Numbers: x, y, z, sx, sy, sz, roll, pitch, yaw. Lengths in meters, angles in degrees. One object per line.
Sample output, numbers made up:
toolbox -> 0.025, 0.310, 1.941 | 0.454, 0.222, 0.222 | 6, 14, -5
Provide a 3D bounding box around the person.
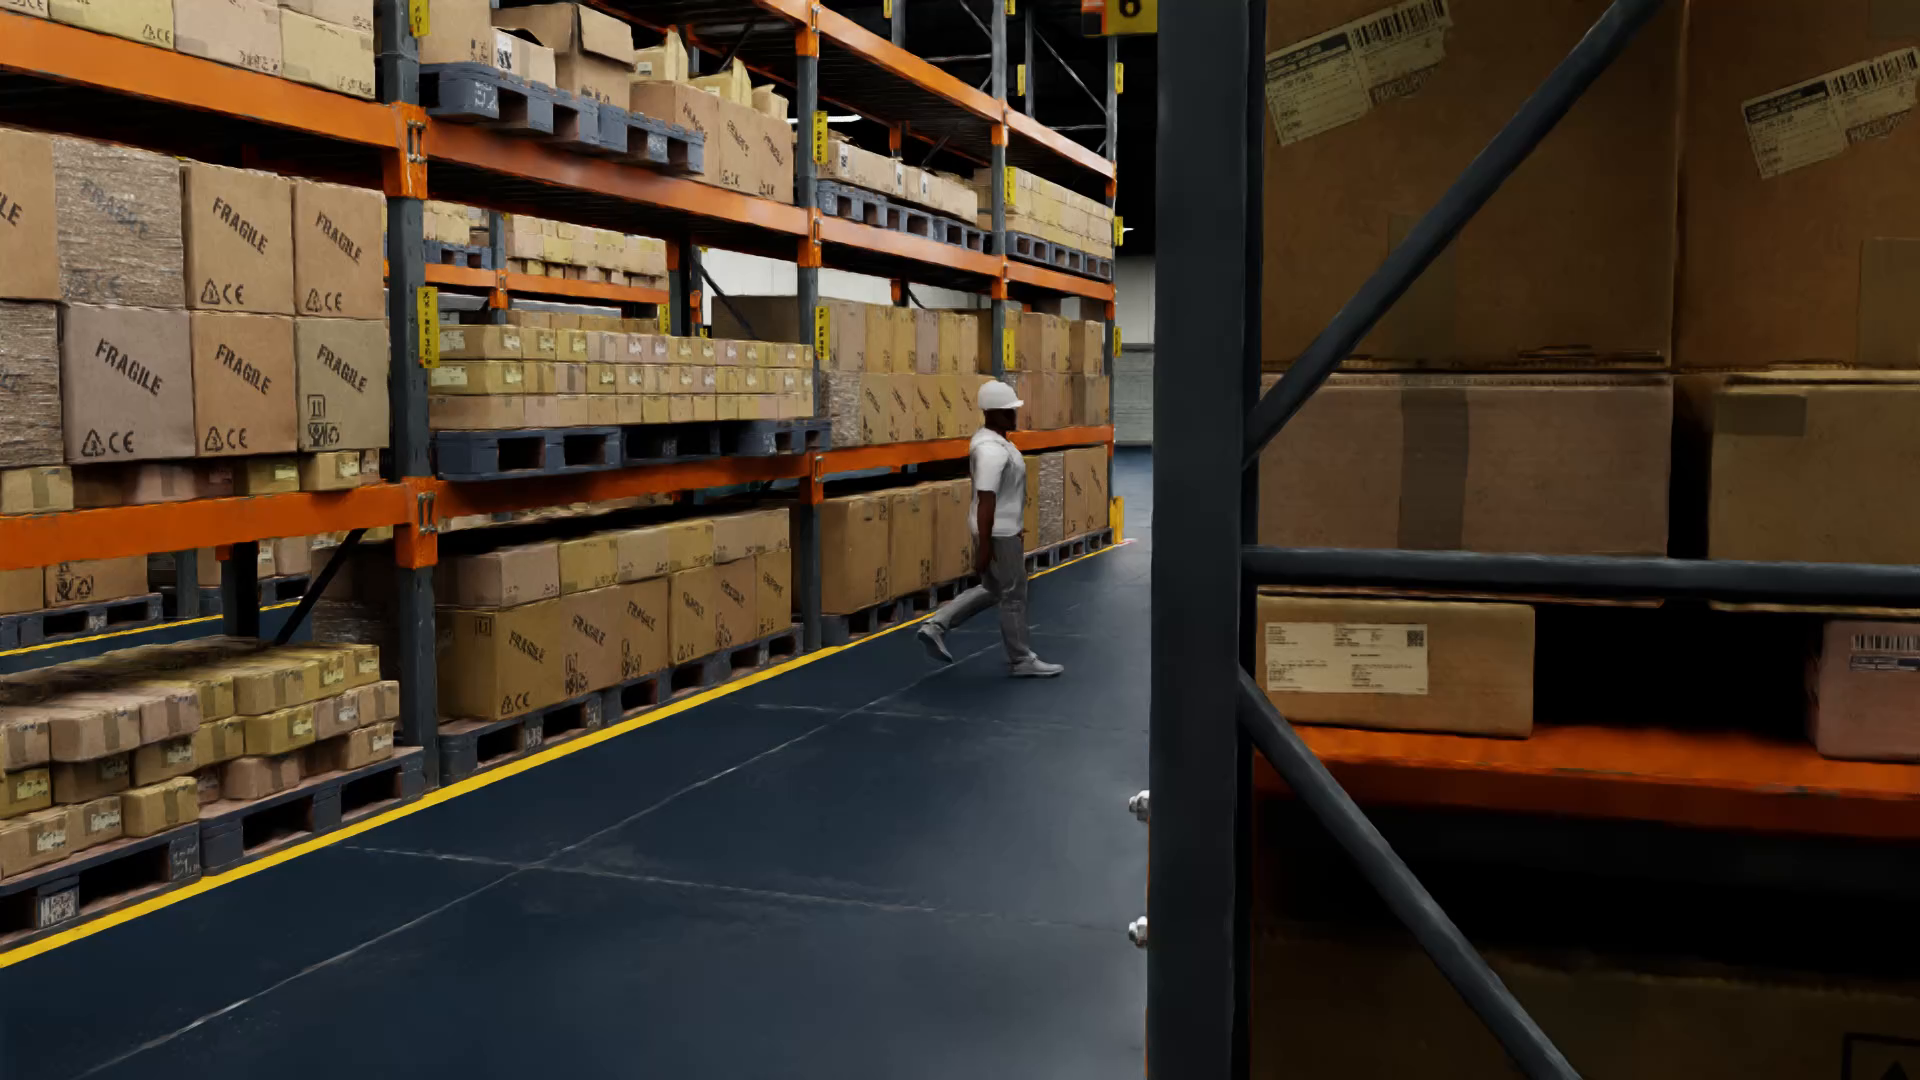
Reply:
person -> 0.186, -0.050, 9.624 | 0.870, 1.731, 0.609 | 0, 5, -3
